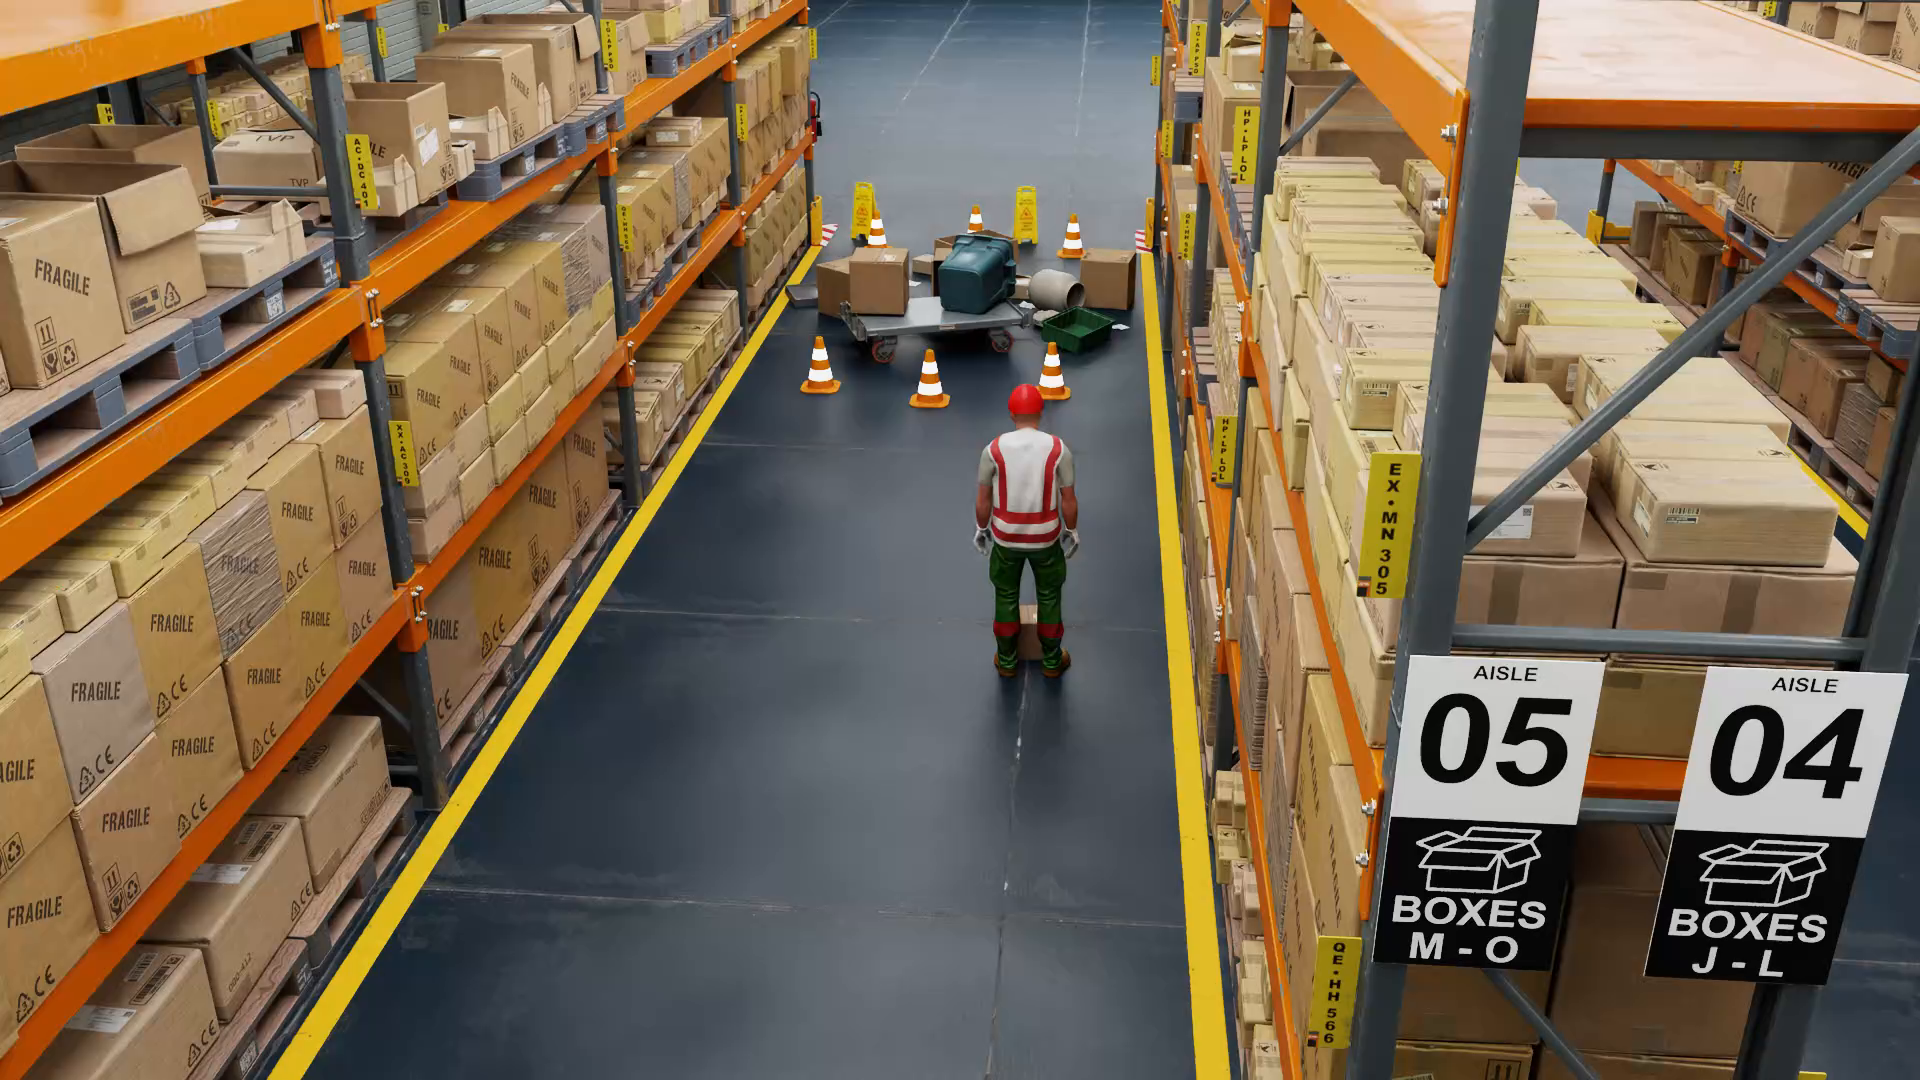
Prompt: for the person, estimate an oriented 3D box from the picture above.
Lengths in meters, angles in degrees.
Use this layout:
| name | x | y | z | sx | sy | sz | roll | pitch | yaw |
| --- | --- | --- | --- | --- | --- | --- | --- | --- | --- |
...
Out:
| name | x | y | z | sx | sy | sz | roll | pitch | yaw |
| --- | --- | --- | --- | --- | --- | --- | --- | --- | --- |
| person | 0.390 | -0.038 | 9.669 | 0.611 | 1.779 | 0.455 | 2 | 24 | 4 |
